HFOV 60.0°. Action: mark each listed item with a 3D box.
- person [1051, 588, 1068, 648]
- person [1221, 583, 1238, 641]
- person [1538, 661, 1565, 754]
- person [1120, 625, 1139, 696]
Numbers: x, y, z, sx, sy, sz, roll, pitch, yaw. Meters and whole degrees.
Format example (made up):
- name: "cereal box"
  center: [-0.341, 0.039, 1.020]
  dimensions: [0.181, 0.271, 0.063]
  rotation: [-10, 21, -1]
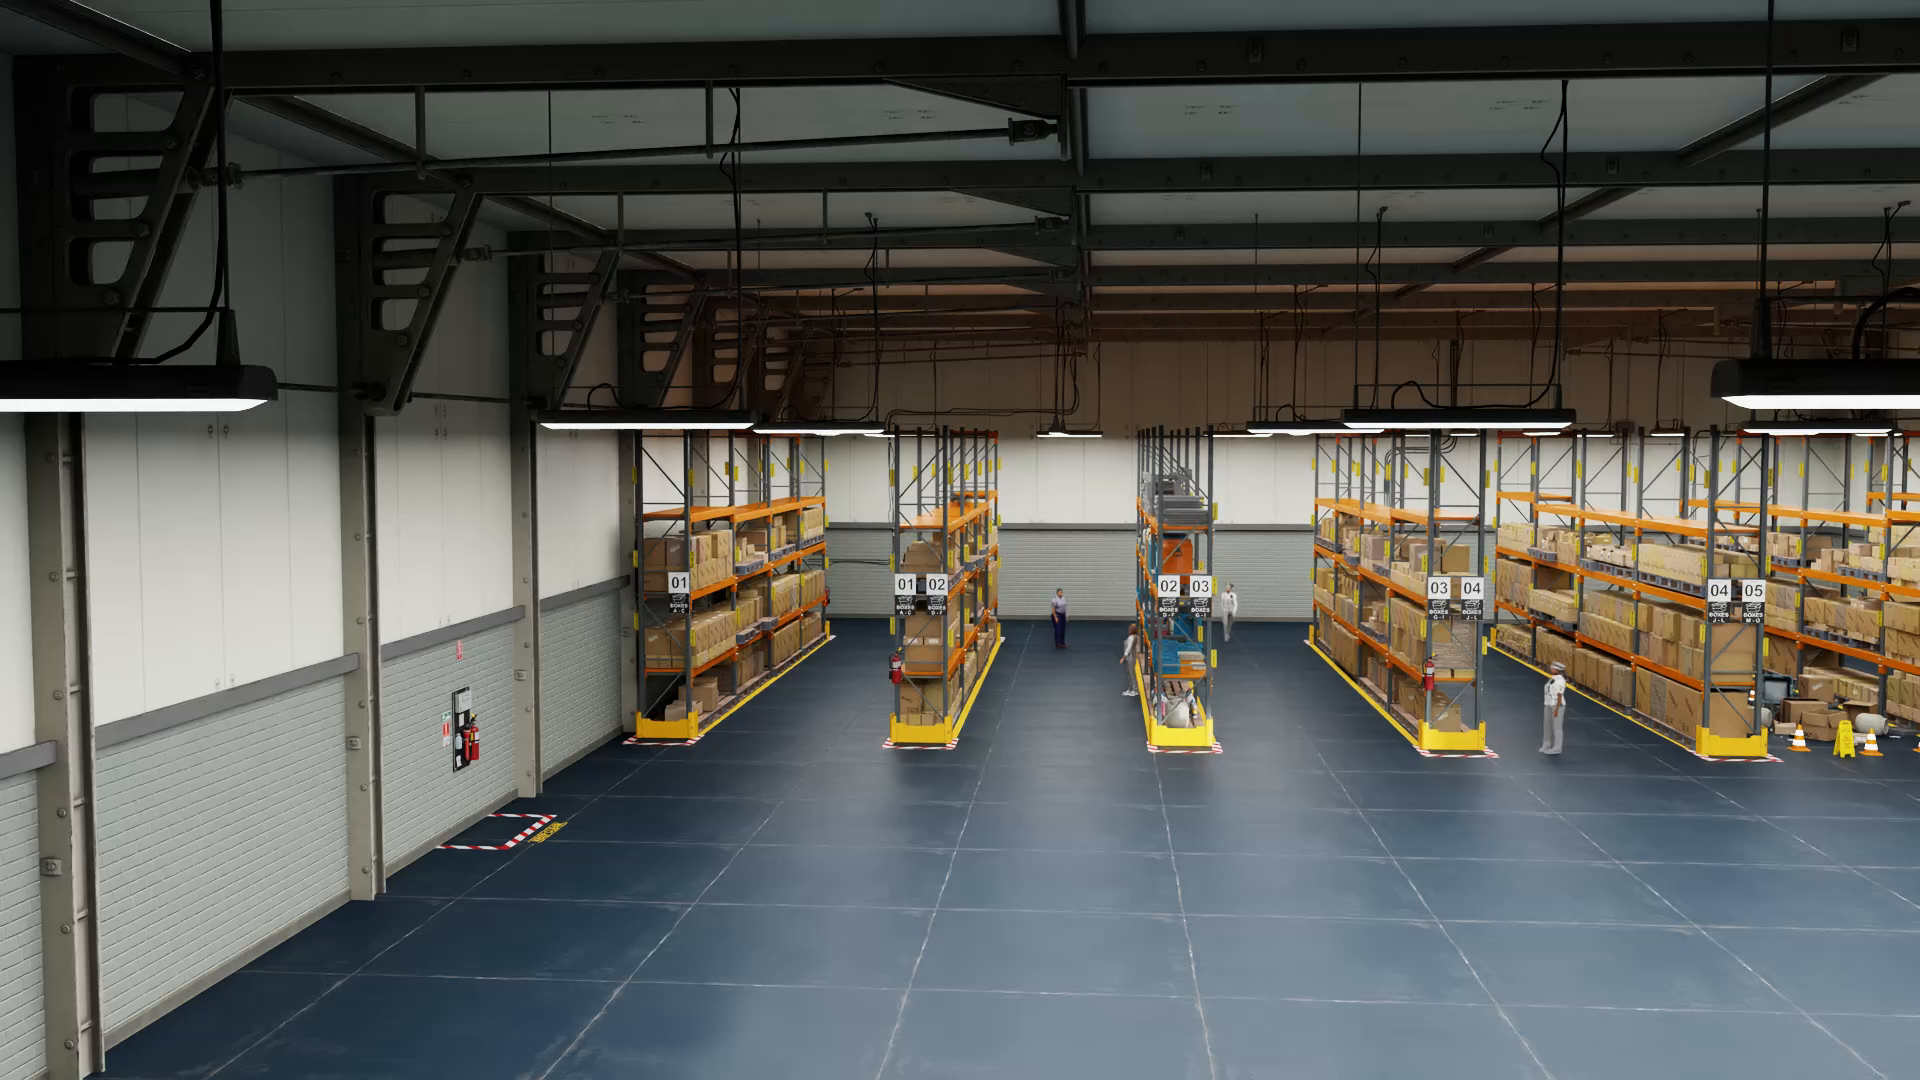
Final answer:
- name: "person"
  center: [2.789, 2.158, 45.887]
  dimensions: [0.578, 1.680, 0.435]
  rotation: [-3, 5, -44]
- name: "person"
  center: [7.670, 2.033, 47.300]
  dimensions: [0.433, 1.625, 0.985]
  rotation: [0, 3, 0]
- name: "person"
  center: [10.845, 3.055, 30.417]
  dimensions: [0.383, 1.695, 0.477]
  rotation: [-1, 4, -21]
- name: "person"
  center: [3.786, 2.690, 37.206]
  dimensions: [0.427, 1.598, 0.435]
  rotation: [0, 3, 1]
